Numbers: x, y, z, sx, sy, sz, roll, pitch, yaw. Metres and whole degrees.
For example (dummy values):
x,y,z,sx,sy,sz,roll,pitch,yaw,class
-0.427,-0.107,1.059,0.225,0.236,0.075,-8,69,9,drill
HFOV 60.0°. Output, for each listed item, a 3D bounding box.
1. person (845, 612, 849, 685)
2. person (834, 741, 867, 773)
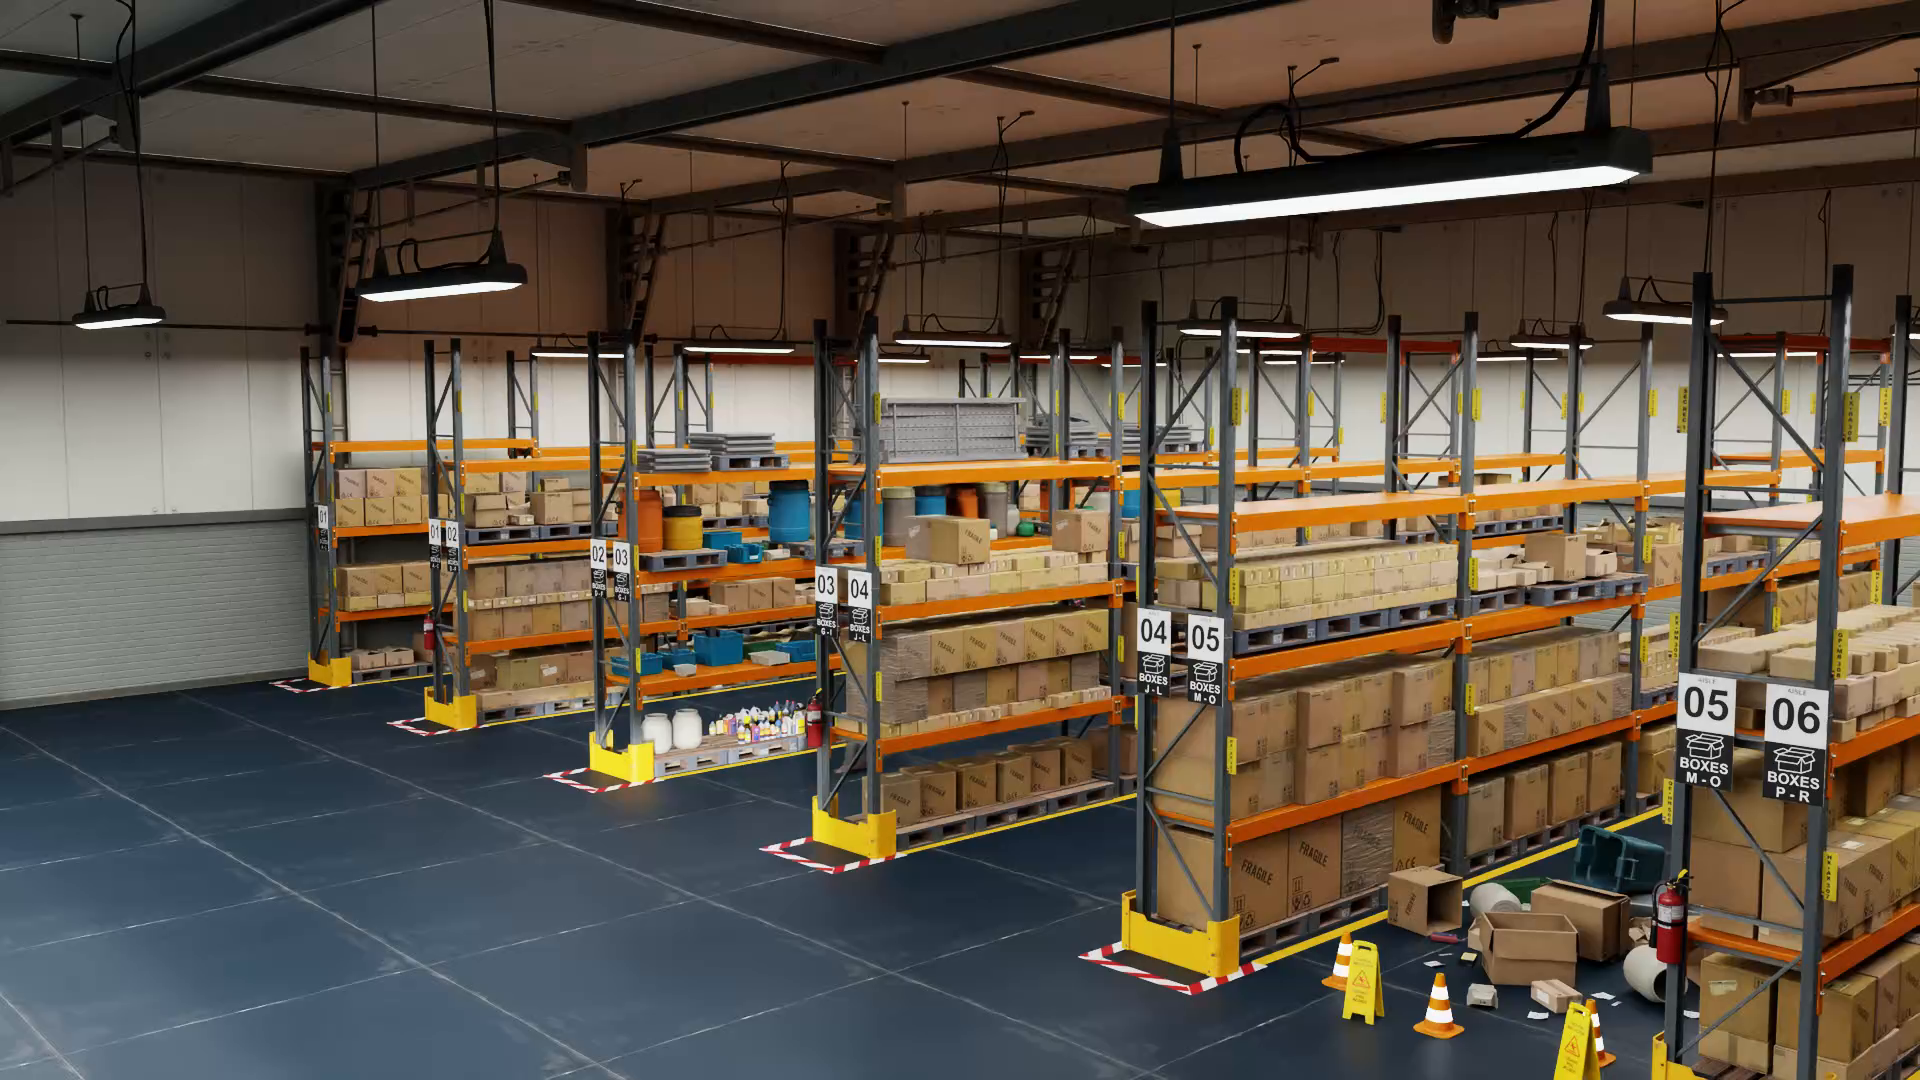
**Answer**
x,y,z,sx,sy,sz,roll,pitch,yaw,class
-1.767,1.747,29.243,0.455,1.592,0.977,4,7,40,person
-1.440,2.336,22.813,0.409,1.673,0.602,2,5,21,person
